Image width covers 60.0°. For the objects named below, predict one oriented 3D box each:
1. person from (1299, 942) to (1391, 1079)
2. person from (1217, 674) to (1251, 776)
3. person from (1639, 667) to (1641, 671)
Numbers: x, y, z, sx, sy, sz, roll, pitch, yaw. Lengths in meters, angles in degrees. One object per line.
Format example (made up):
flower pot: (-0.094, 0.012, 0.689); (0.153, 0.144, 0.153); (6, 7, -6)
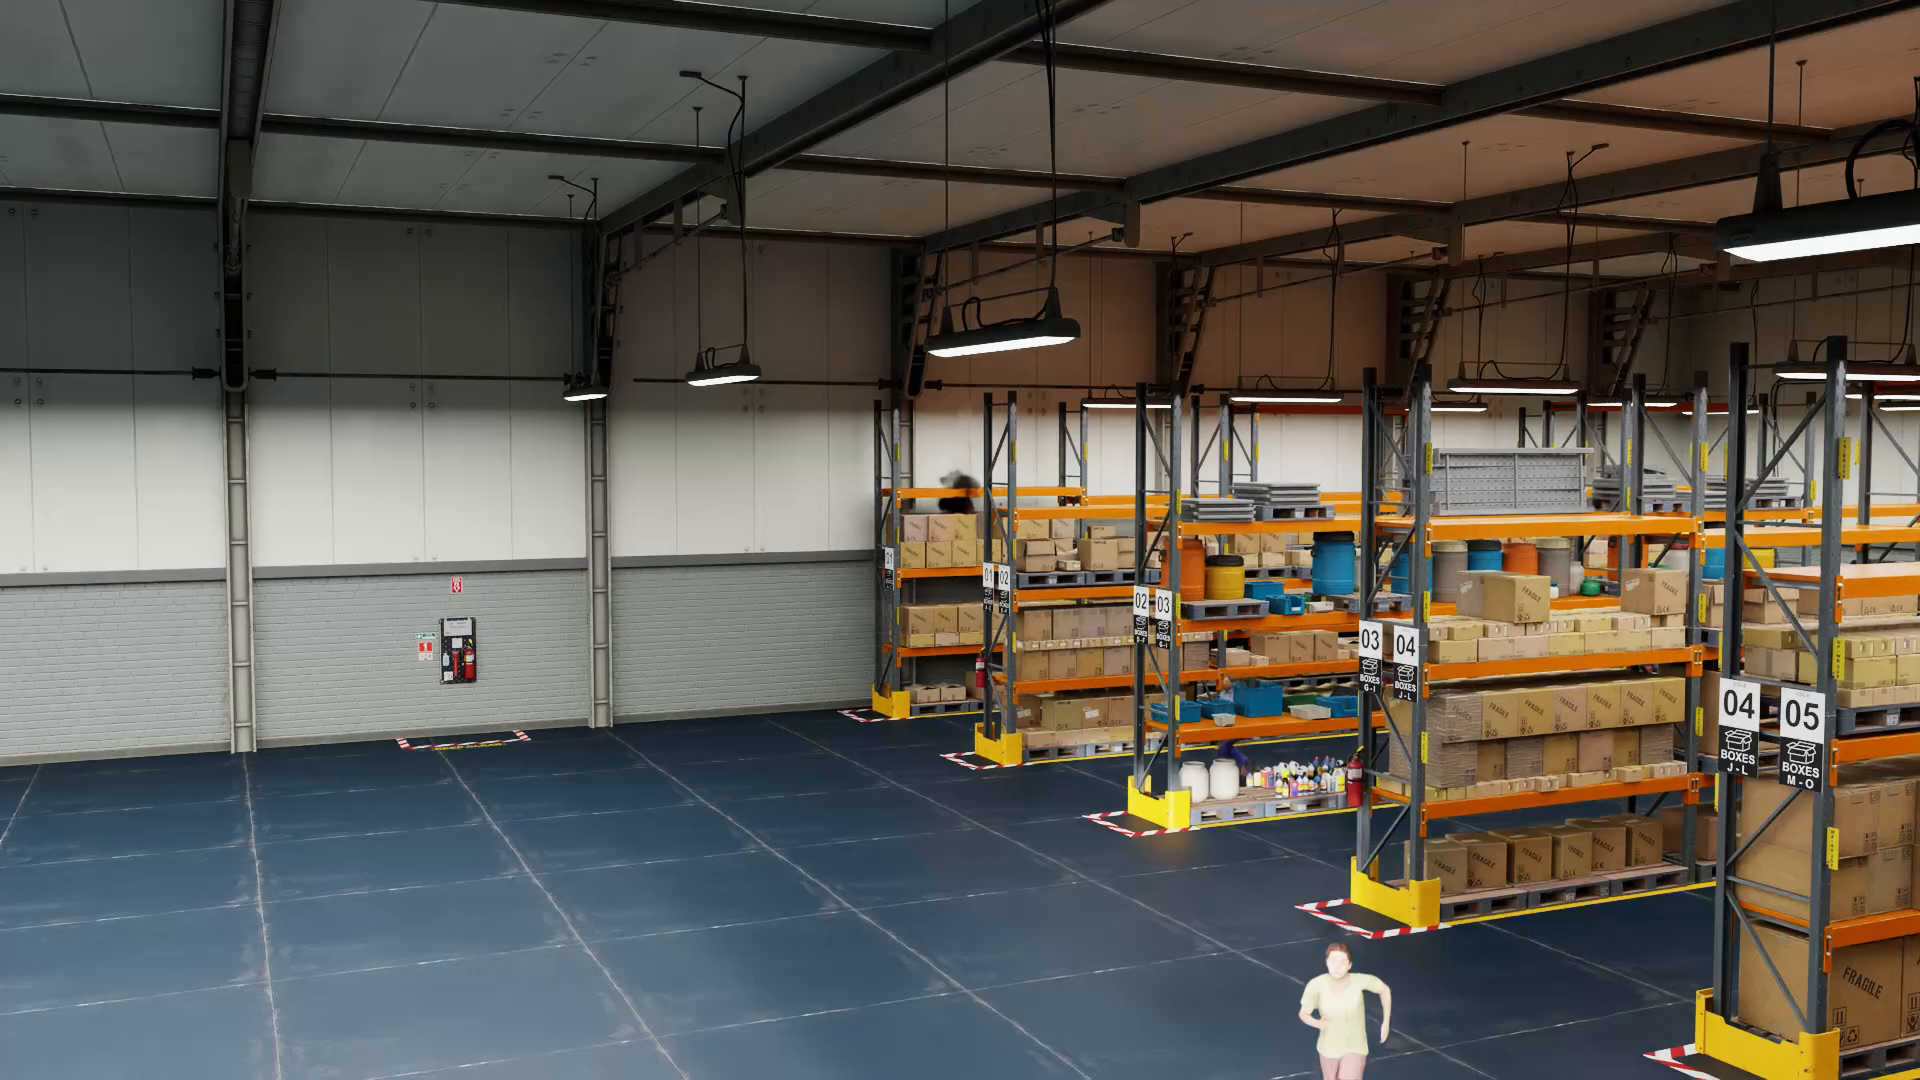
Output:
person: (2.717, 3.758, 11.783); (0.602, 1.441, 0.795); (1, 4, 22)
person: (4.090, 2.864, 25.265); (0.941, 1.615, 0.607); (-2, 4, -26)
person: (12.160, 2.595, 30.269); (0.727, 1.639, 0.585); (-2, 4, -27)
